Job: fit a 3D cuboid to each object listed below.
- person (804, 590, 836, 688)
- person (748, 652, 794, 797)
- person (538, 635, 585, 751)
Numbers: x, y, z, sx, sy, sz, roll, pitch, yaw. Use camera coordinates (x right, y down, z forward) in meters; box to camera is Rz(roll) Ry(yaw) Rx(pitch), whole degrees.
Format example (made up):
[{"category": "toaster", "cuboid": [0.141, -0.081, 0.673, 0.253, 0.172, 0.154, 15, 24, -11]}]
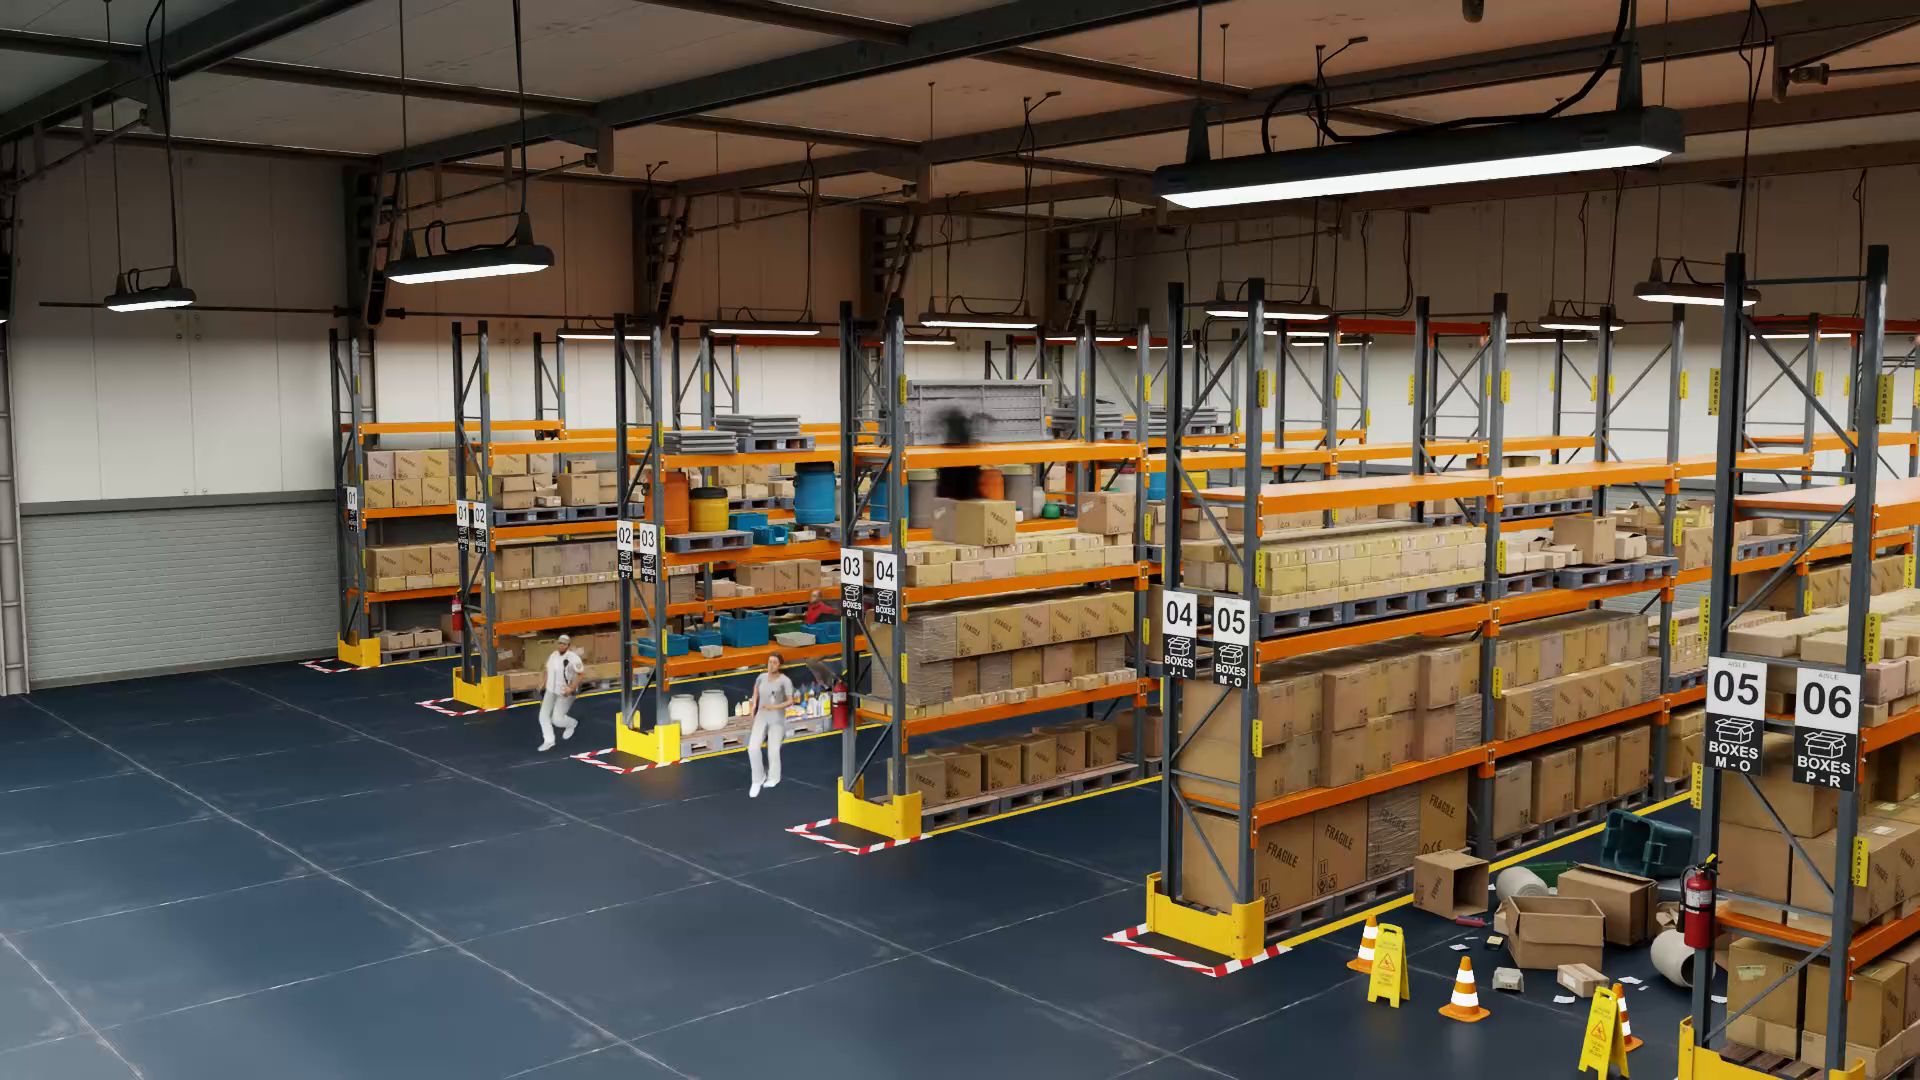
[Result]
[{"category": "person", "cuboid": [-2.353, 1.648, 27.062, 0.586, 1.681, 0.638, -5, 8, -43]}, {"category": "person", "cuboid": [-2.199, 2.147, 19.502, 0.568, 1.692, 0.641, 1, 6, 13]}, {"category": "person", "cuboid": [-5.517, 2.105, 23.068, 0.644, 1.618, 0.523, 2, 6, 22]}]
